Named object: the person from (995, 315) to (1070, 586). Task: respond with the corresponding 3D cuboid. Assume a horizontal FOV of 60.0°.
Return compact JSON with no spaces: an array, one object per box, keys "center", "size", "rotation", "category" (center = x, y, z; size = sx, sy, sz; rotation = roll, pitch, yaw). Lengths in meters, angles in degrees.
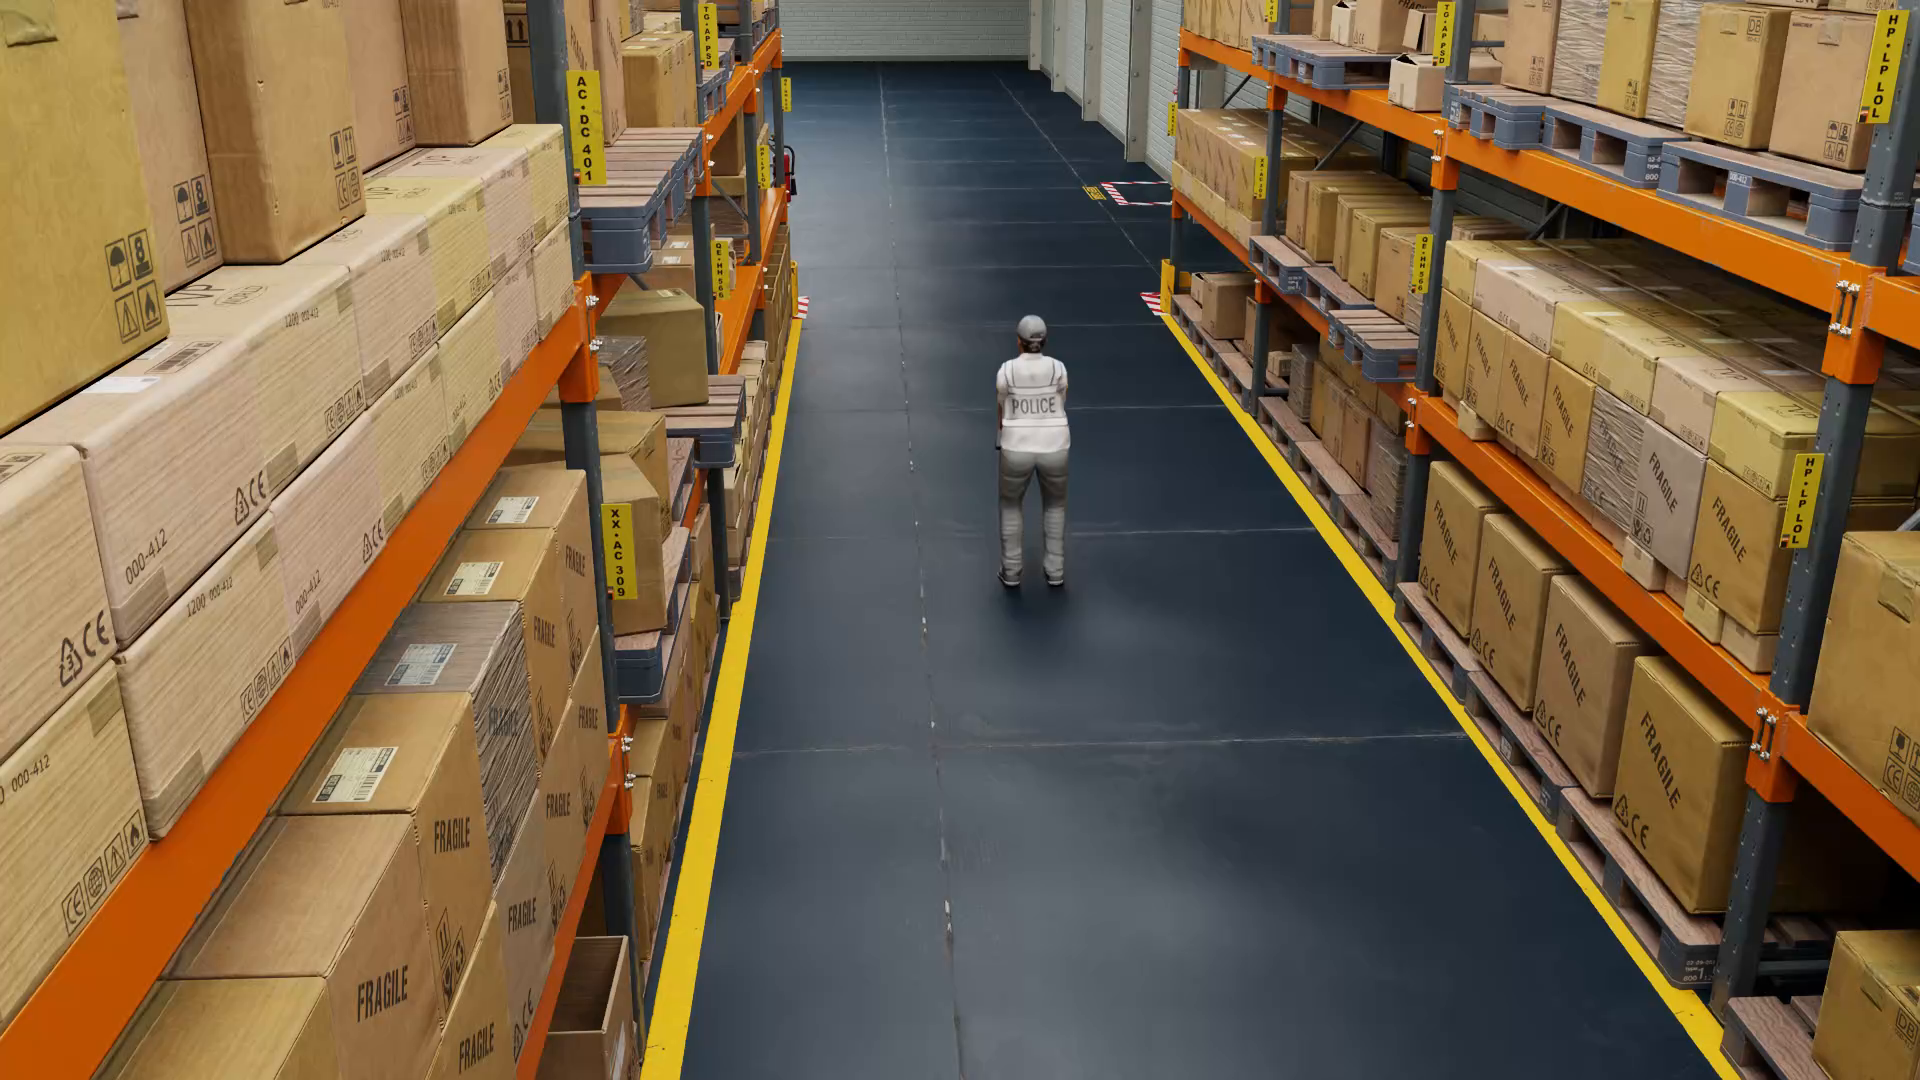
[{"center":[0.428,-0.545,10.051],"size":[0.452,1.660,0.560],"rotation":[-1,21,-4],"category":"person"}]
